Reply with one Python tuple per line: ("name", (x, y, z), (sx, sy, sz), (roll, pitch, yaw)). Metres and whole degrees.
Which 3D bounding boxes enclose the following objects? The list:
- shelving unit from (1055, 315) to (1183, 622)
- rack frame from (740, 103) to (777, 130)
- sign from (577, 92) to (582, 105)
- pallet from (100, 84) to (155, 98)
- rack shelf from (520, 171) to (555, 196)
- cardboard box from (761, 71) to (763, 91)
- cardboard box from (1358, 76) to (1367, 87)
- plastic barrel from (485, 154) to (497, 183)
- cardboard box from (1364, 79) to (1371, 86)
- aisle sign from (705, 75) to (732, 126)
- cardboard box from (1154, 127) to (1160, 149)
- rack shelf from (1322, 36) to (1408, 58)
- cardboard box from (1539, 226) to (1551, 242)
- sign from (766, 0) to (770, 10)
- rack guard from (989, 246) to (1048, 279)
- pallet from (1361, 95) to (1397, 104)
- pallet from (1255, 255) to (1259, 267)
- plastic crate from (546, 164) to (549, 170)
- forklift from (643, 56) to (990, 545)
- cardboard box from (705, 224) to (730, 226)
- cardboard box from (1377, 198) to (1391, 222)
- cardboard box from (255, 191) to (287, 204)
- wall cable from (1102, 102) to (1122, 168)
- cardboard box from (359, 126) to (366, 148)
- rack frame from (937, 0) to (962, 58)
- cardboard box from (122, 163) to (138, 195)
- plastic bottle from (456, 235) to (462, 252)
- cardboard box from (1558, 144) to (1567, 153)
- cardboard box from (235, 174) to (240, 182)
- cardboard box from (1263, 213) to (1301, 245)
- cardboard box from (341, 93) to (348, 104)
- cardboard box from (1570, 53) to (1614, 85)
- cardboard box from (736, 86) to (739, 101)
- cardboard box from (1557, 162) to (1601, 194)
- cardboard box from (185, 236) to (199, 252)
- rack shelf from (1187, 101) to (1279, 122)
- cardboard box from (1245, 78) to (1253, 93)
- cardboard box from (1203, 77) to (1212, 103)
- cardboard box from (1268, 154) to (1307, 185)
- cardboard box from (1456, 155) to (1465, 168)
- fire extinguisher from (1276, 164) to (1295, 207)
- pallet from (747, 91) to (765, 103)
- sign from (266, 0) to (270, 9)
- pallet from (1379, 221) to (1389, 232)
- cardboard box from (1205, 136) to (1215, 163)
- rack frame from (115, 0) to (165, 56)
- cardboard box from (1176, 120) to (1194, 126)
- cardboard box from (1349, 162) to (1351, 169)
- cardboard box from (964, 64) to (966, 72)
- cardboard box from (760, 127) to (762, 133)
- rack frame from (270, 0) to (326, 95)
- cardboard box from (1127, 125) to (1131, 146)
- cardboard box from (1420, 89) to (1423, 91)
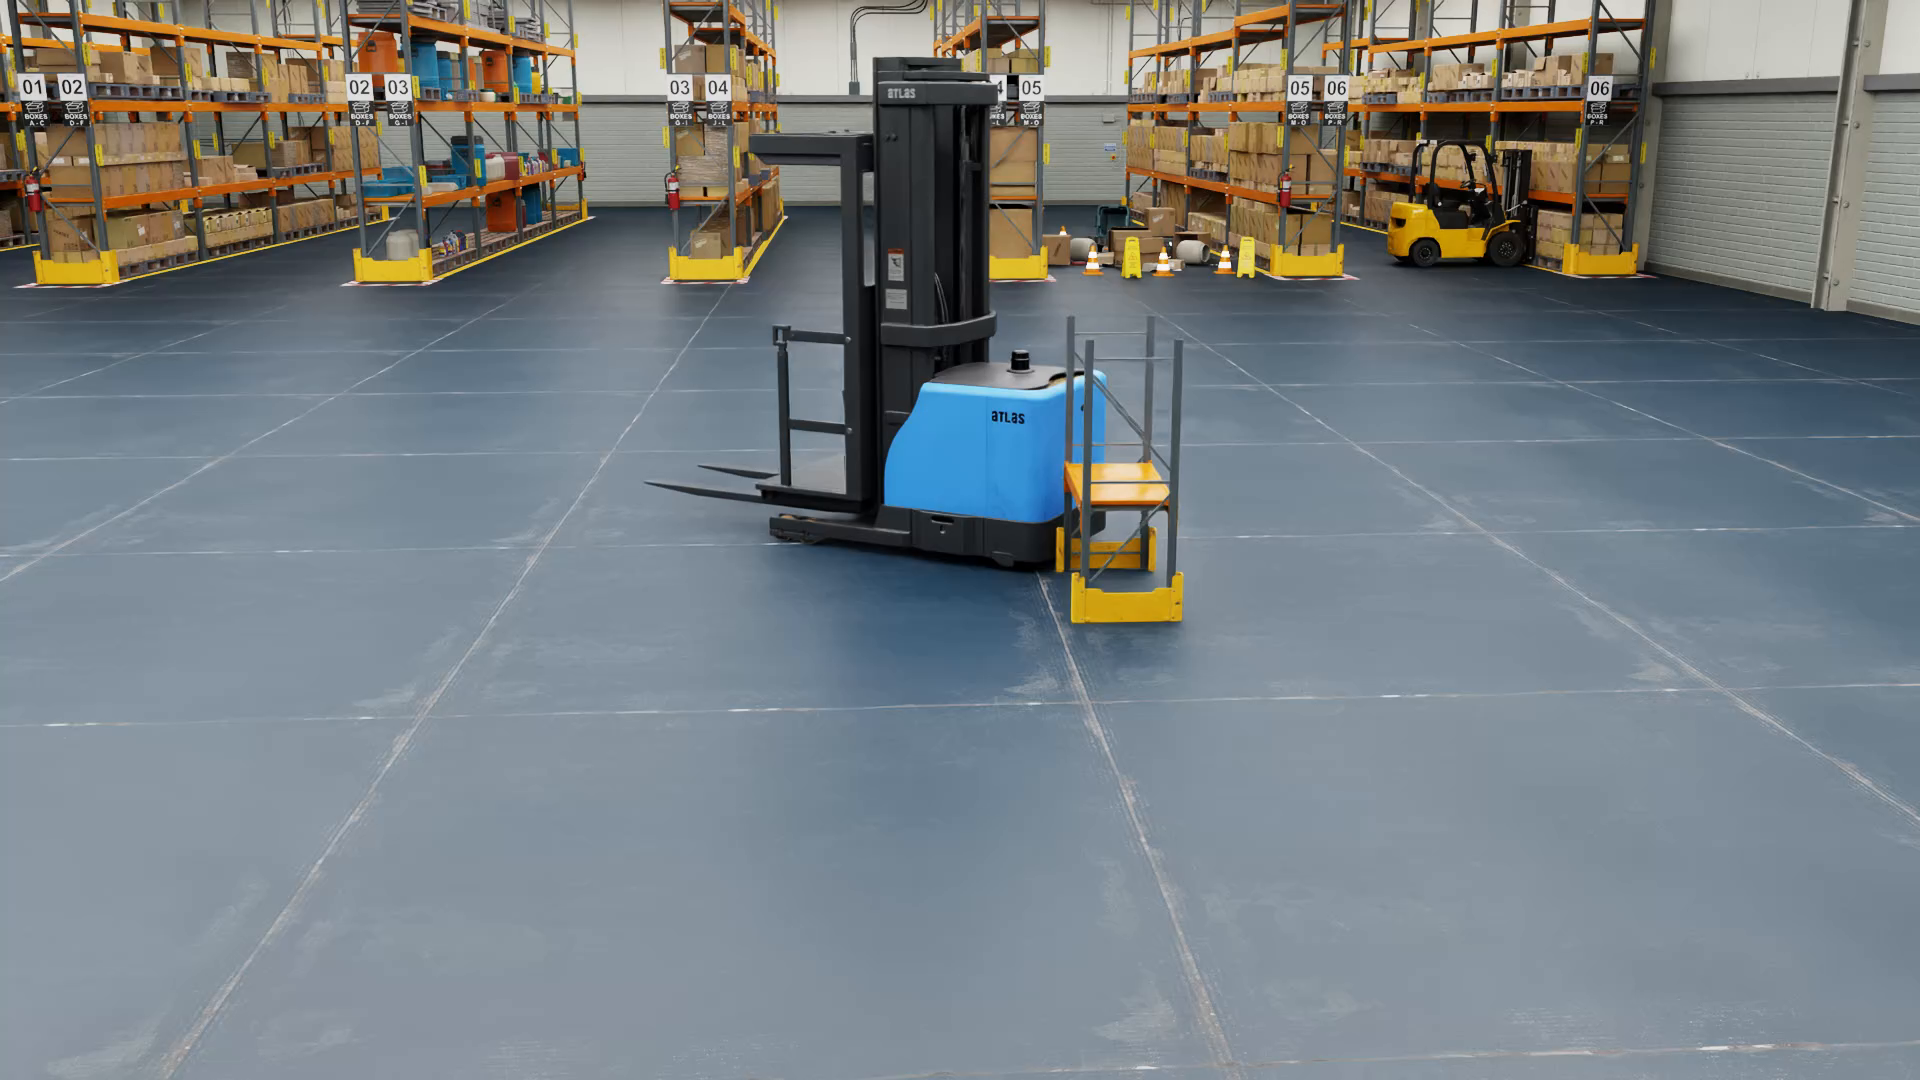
("shelving unit", (0.874, -0.426, 9.170), (0.587, 1.500, 1.083), (0, 14, -2))
("rack frame", (-5.112, -9.682, 42.135), (1.000, 3.000, 0.127), (-1, 14, -3))
("sign", (-9.508, -11.020, 41.526), (0.100, 0.325, 0.005), (-1, 14, -3))
("pallet", (-14.105, -7.441, 27.583), (1.003, 0.211, 1.213), (-1, 14, -3))
("rack shelf", (-9.684, -7.764, 36.128), (1.077, 0.370, 4.000), (-1, 14, -3))
("cardboard box", (-5.002, -10.767, 39.090), (0.700, 0.500, 0.500), (0, 14, -1))
("cardboard box", (9.709, -10.805, 39.183), (0.500, 0.250, 0.500), (-1, 14, -3))
("plastic barrel", (-9.225, -7.218, 32.287), (0.433, 0.535, 0.433), (0, 14, 0))
("cardboard box", (9.561, -10.563, 38.405), (0.380, 0.149, 0.250), (0, 14, -2))
("aisle sign", (-3.818, -6.951, 26.303), (0.394, 0.787, 0.004), (-1, 14, -3))
("cardboard box", (4.767, -9.258, 38.283), (0.500, 0.500, 0.500), (-1, 14, -3))
("rack shelf", (9.857, -11.970, 40.440), (1.077, 0.370, 4.000), (-1, 14, -3))
("cardboard box", (10.361, -5.288, 28.730), (0.500, 0.250, 0.500), (-1, 14, -4))
("sign", (-4.324, -12.094, 37.439), (0.100, 0.325, 0.005), (-1, 14, -3))
("rack guard", (0.837, -4.537, 27.157), (1.175, 0.500, 0.348), (-1, 14, -3))
("pallet", (9.951, -10.116, 38.180), (1.213, 0.211, 1.003), (-1, 14, -3))
("pallet", (5.678, -5.029, 29.649), (1.003, 0.211, 1.213), (-1, 14, -3))
("plastic crate", (-9.694, -8.630, 38.455), (0.396, 0.136, 0.243), (-1, 14, -3))
("forklift", (-0.627, -1.497, 10.463), (3.031, 2.935, 1.121), (7, 16, 26))
("cardboard box", (-4.224, -5.294, 29.257), (0.500, 0.500, 0.500), (-2, 15, -8))
("cardboard box", (9.855, -7.530, 37.946), (0.500, 0.500, 0.500), (-1, 14, -5))
("cardboard box", (-14.872, -7.403, 35.907), (0.500, 0.250, 0.500), (-1, 14, -4))
("wall cable", (4.406, -11.744, 48.048), (0.585, 1.953, 0.123), (-1, 14, -3))
("cardboard box", (-14.629, -9.701, 40.004), (0.500, 0.500, 0.500), (0, 14, -2))
("rack frame", (-0.159, -12.638, 41.587), (0.949, 2.616, 0.053), (-1, 14, -3))
("cardboard box", (-14.087, -5.969, 27.506), (0.700, 0.500, 0.500), (-1, 14, -3))
("plastic bottle", (-8.921, -5.275, 29.576), (0.061, 0.283, 0.133), (0, 14, 0))
("cardboard box", (10.402, -6.651, 28.256), (0.380, 0.149, 0.250), (-1, 14, -2))
("cardboard box", (-14.369, -7.102, 32.613), (0.380, 0.149, 0.250), (0, 14, 1))
("cardboard box", (5.460, -5.285, 28.219), (0.500, 0.500, 0.500), (-1, 14, -3))
("cardboard box", (-14.592, -10.288, 38.774), (0.500, 0.250, 0.500), (-1, 14, -3))
("cardboard box", (10.453, -7.792, 27.527), (0.500, 0.500, 0.500), (0, 14, -2))
("cardboard box", (-3.958, -7.458, 27.773), (0.500, 0.250, 0.500), (-1, 14, -4))
("cardboard box", (10.431, -6.100, 28.013), (0.500, 0.500, 0.500), (-1, 14, -5))
("cardboard box", (-14.009, -5.305, 29.800), (0.500, 0.250, 0.500), (-1, 14, -3))
("rack shelf", (5.398, -8.452, 32.779), (1.077, 0.370, 4.000), (-1, 14, -3))
("cardboard box", (5.336, -8.008, 29.313), (0.500, 0.250, 0.500), (-1, 14, -3))
("cardboard box", (5.323, -9.110, 33.694), (0.700, 0.500, 0.500), (-1, 14, -3))
("cardboard box", (5.461, -6.179, 27.722), (0.500, 0.500, 0.500), (-1, 14, -4))
("cardboard box", (10.126, -7.470, 32.839), (0.500, 0.250, 0.500), (-1, 14, -2))
("fire extinguisher", (5.317, -5.782, 27.135), (0.296, 0.674, 0.183), (-1, 14, -3))
("pallet", (-4.368, -8.472, 31.791), (1.213, 0.211, 1.003), (-1, 14, -3))
("sign", (-15.295, -11.927, 36.789), (0.100, 0.325, 0.005), (-1, 14, -3))
("pallet", (10.147, -7.061, 37.546), (1.003, 0.211, 1.213), (-1, 14, -3))
("cardboard box", (5.173, -7.739, 32.946), (0.500, 0.500, 0.500), (-1, 14, -6))
("rack frame", (-19.944, -12.357, 40.496), (1.000, 3.000, 0.127), (-1, 14, -3))
("cardboard box", (5.266, -9.769, 38.966), (0.380, 0.149, 0.250), (-1, 14, -4))
("cardboard box", (9.641, -9.065, 40.244), (0.380, 0.149, 0.250), (-1, 14, -2))
("cardboard box", (0.339, -8.399, 29.789), (0.500, 0.250, 0.500), (-1, 14, -3))
("cardboard box", (-4.786, -8.891, 36.850), (0.797, 0.503, 0.637), (-1, 14, -3))
("rack frame", (-14.752, -11.440, 36.930), (1.000, 3.000, 0.127), (-1, 14, -3))
("cardboard box", (4.524, -10.243, 42.111), (0.500, 0.500, 0.500), (-1, 14, -5))
("cardboard box", (9.966, -9.580, 35.222), (0.380, 0.149, 0.250), (-1, 14, -2))
